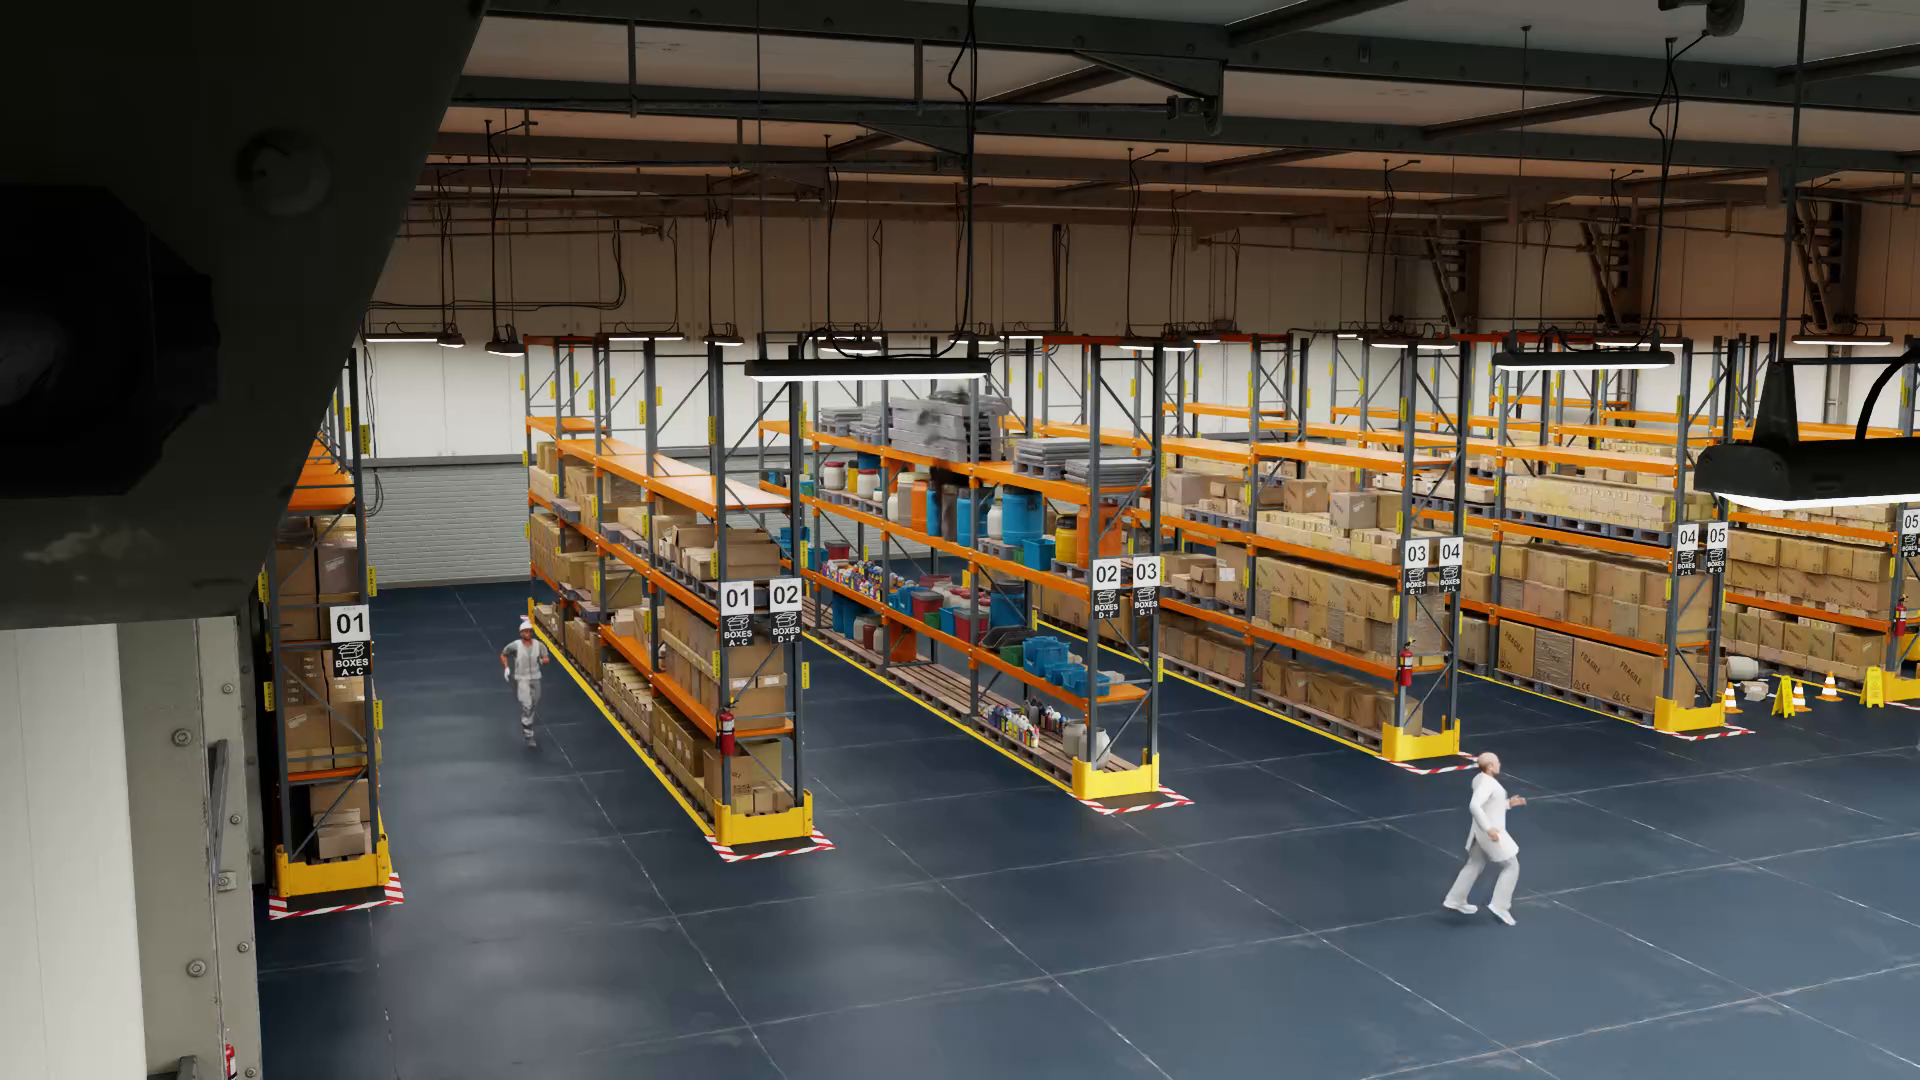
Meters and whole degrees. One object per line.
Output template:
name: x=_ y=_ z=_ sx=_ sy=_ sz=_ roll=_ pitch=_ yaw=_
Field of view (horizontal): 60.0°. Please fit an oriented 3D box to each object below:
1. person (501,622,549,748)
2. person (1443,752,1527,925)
person: x=-6.475 y=2.127 z=24.890 sx=0.651 sy=1.835 sz=0.852 roll=-6 pitch=9 yaw=-36
person: x=5.556 y=3.141 z=17.490 sx=0.807 sy=1.849 sz=0.669 roll=-1 pitch=8 yaw=-4
